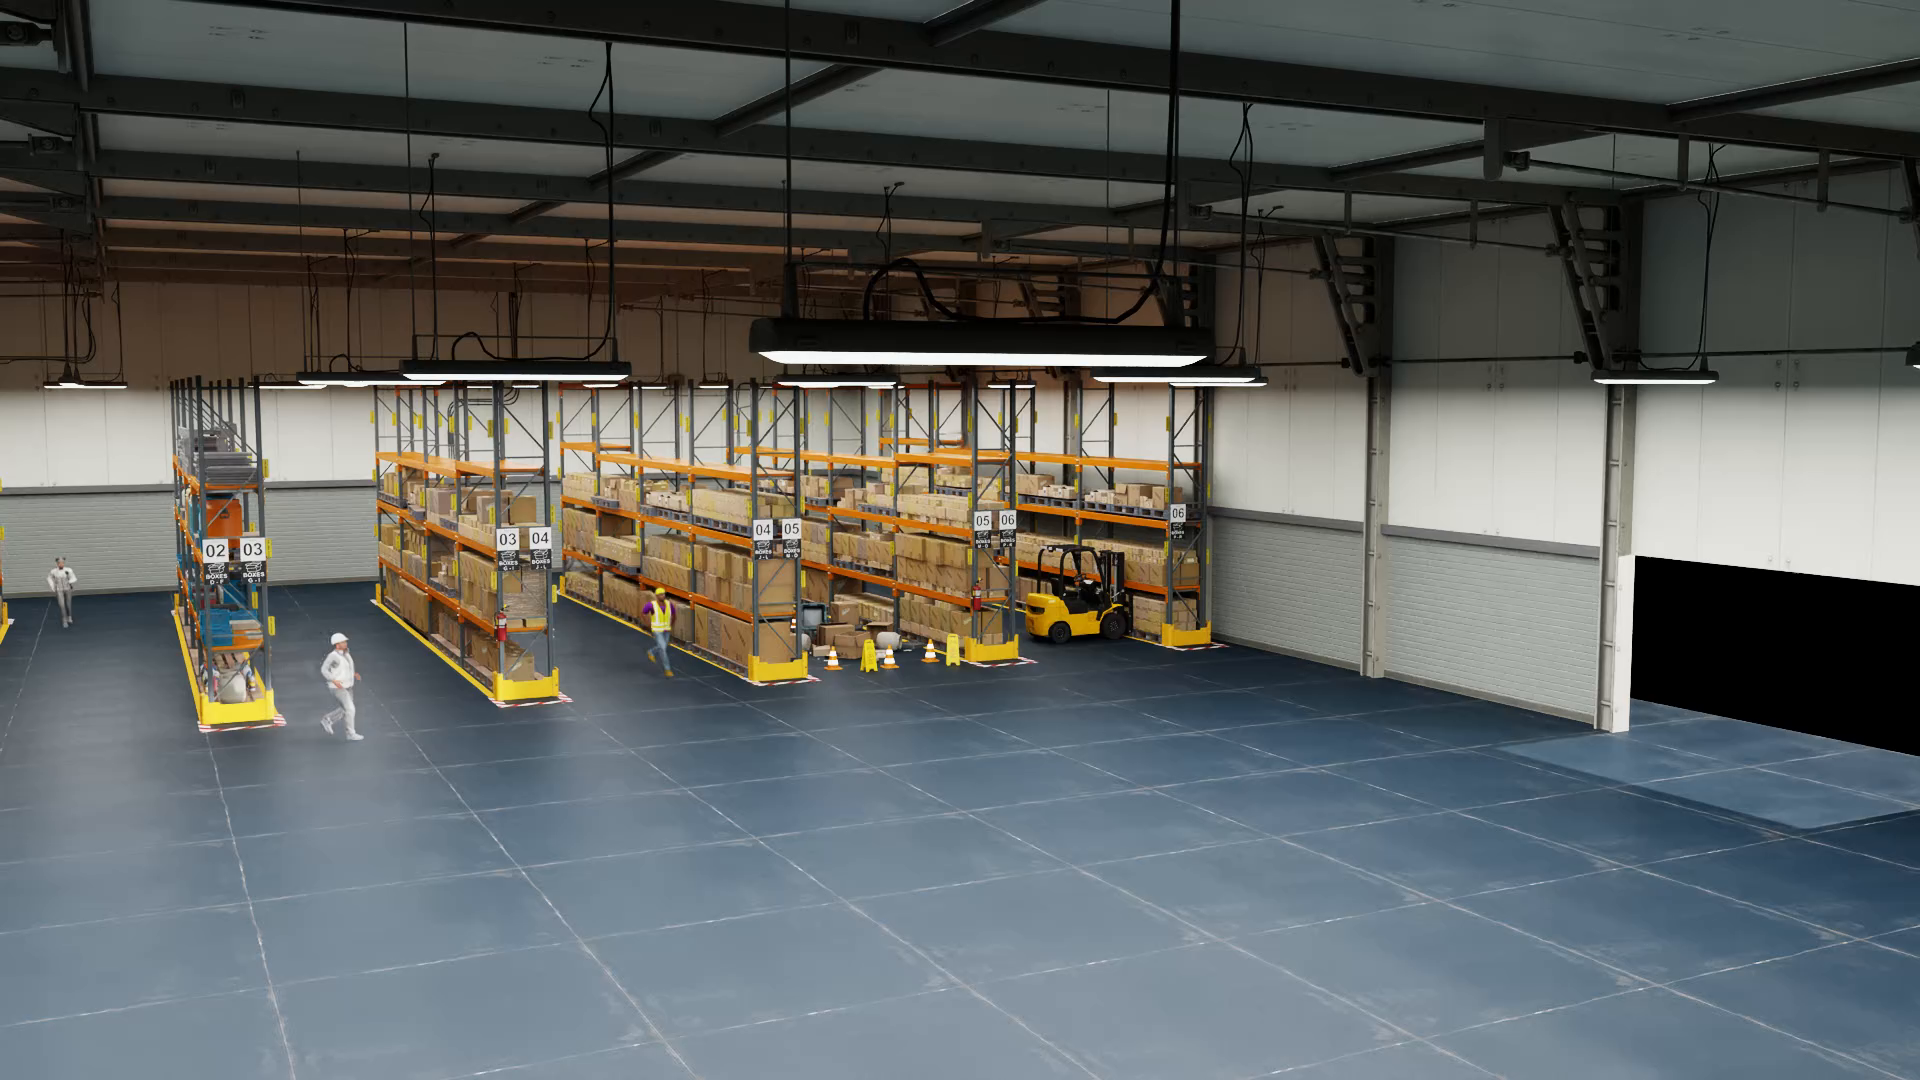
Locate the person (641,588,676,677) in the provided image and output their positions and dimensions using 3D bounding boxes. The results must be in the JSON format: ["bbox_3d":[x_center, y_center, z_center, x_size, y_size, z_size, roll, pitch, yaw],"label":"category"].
[{"bbox_3d":[-6.090,1.855,33.847,0.654,1.780,1.130,-5,7,-42],"label":"person"}]

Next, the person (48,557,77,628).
[{"bbox_3d":[-21.946,1.261,40.681,0.623,1.716,0.816,-3,6,-31],"label":"person"}]

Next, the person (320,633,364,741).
[{"bbox_3d":[-10.212,2.409,27.354,0.802,1.757,0.678,1,5,8],"label":"person"}]

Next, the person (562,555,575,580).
[{"bbox_3d":[-11.367,0.631,48.651,0.551,1.536,0.570,-3,6,-26],"label":"person"}]
